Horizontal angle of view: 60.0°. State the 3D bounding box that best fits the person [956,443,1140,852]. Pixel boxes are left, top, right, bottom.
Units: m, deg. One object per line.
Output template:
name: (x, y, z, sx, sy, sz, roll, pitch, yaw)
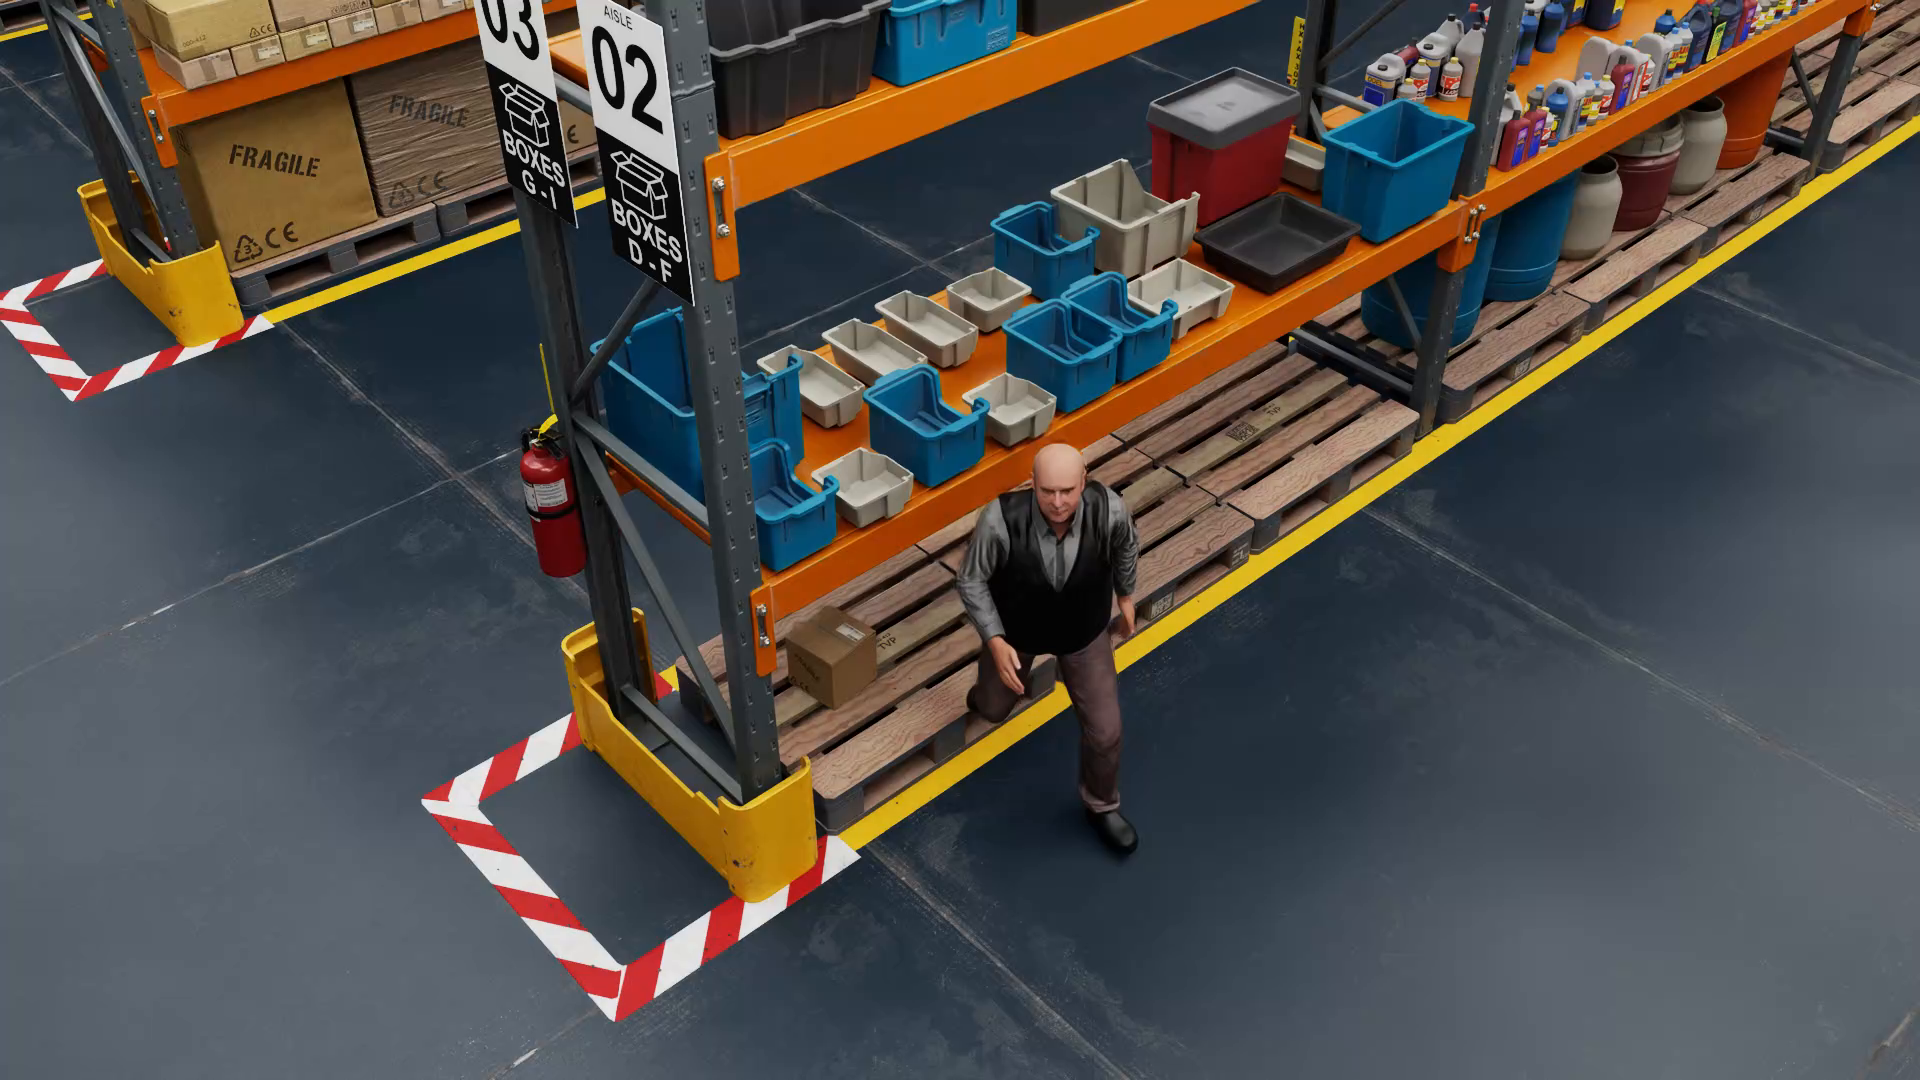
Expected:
person: (0.323, 0.283, 5.892, 0.672, 1.665, 0.872, 0, 39, 0)
